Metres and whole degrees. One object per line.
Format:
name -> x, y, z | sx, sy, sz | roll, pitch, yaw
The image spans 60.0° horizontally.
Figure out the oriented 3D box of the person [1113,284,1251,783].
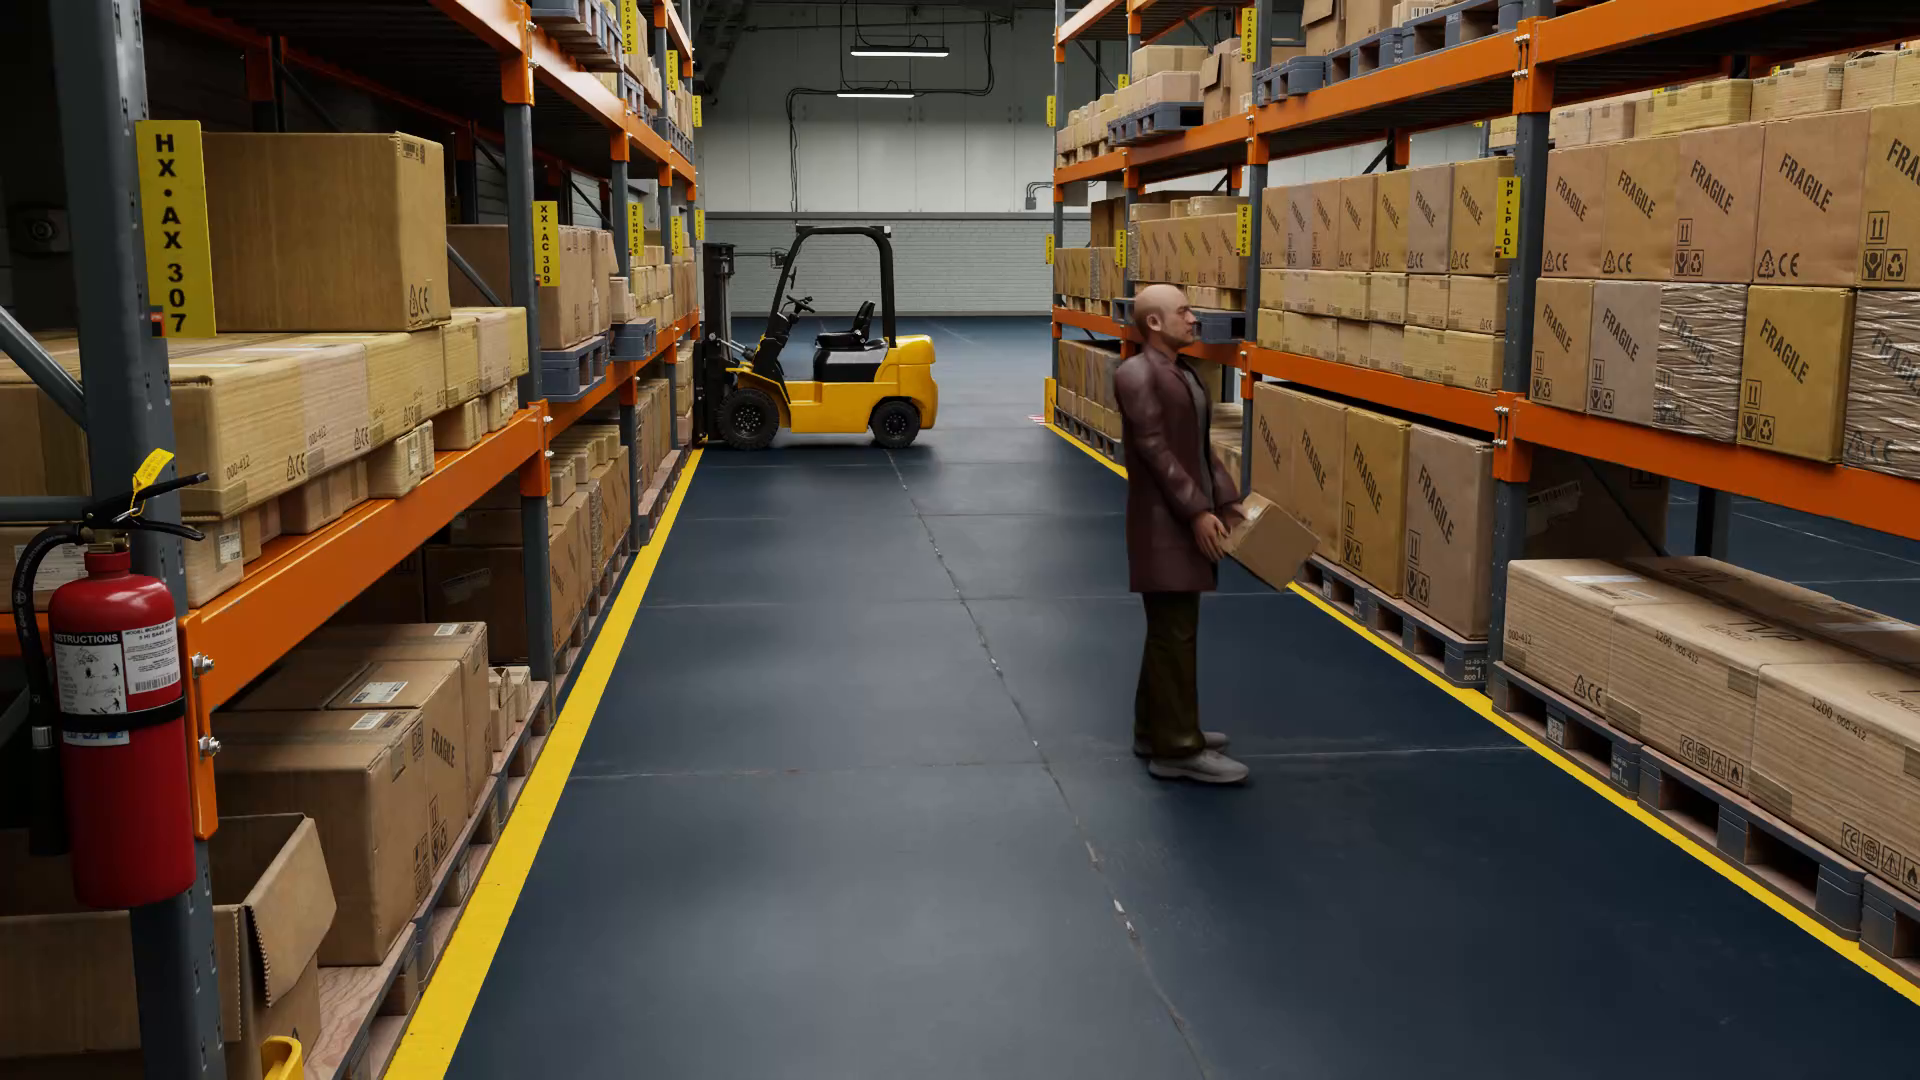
person -> 0.875, -0.042, 6.124 | 0.557, 1.781, 0.579 | 5, 11, 26
